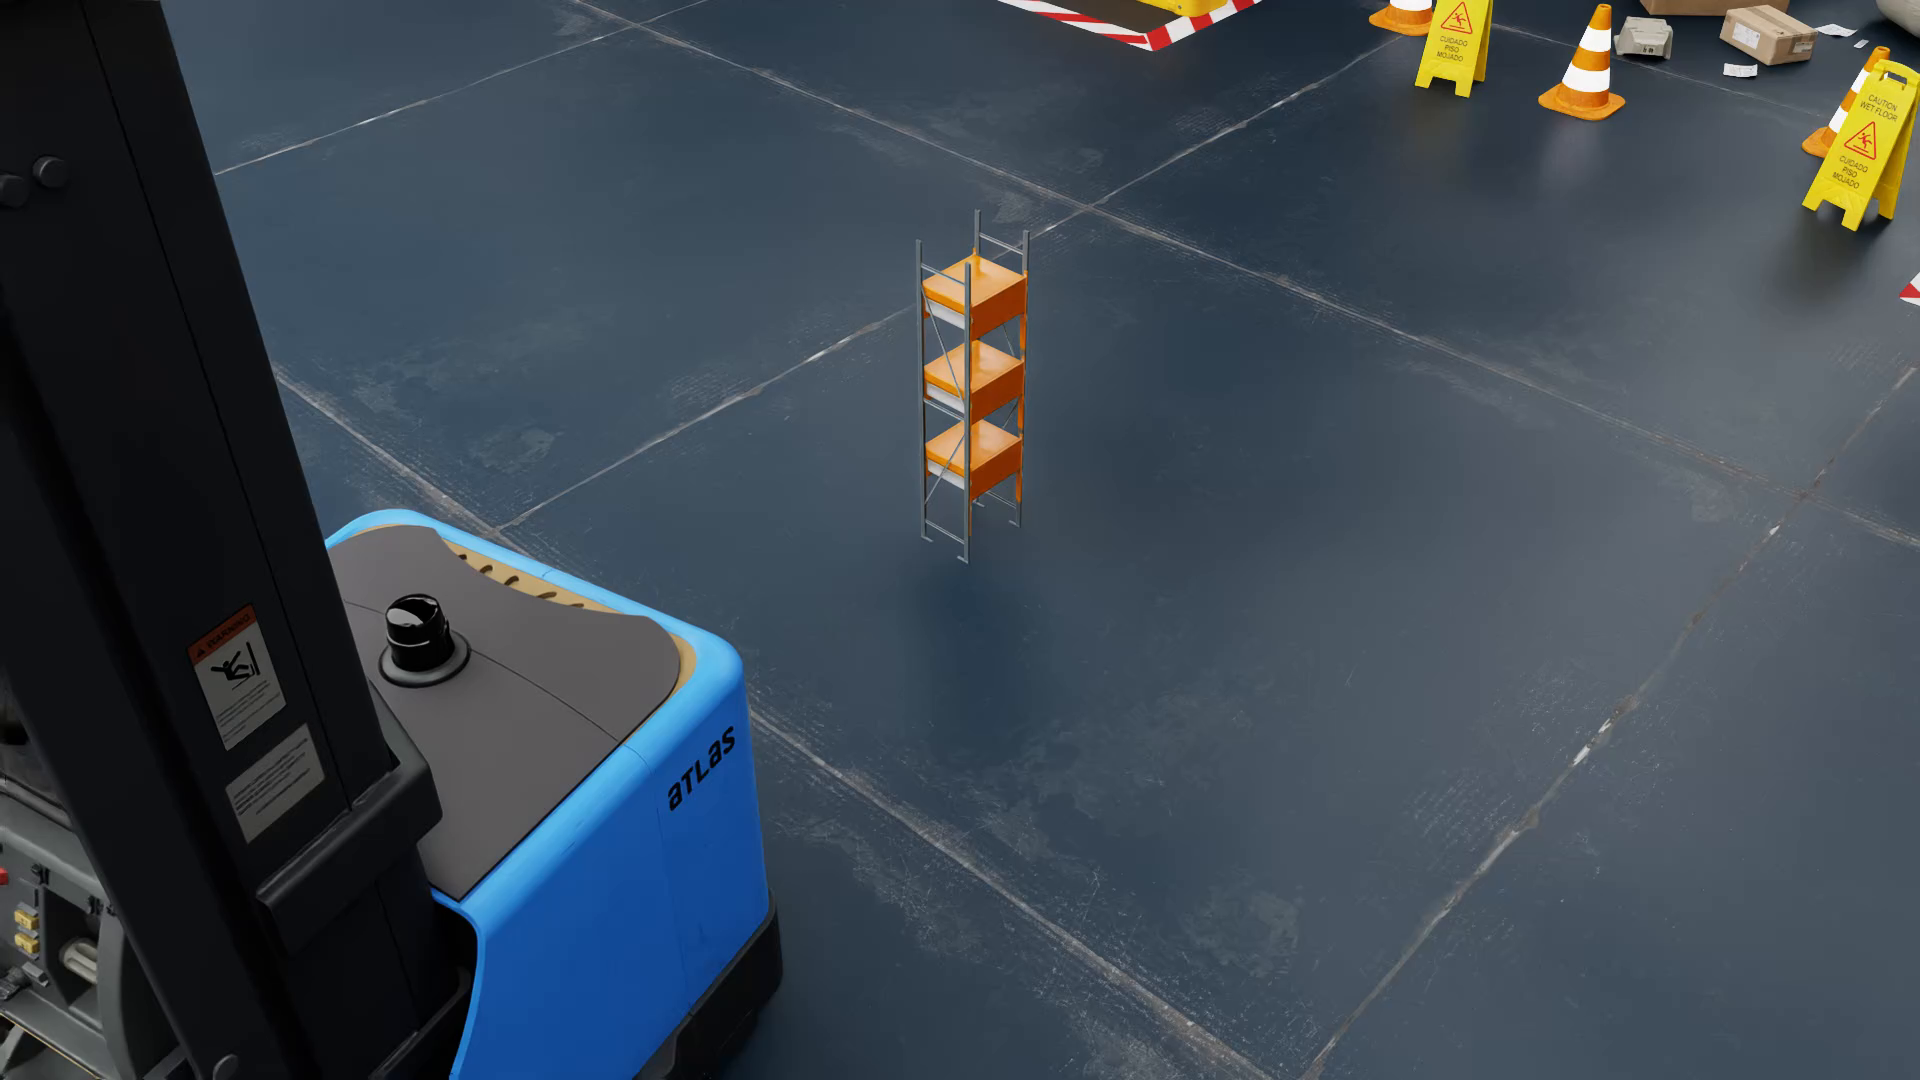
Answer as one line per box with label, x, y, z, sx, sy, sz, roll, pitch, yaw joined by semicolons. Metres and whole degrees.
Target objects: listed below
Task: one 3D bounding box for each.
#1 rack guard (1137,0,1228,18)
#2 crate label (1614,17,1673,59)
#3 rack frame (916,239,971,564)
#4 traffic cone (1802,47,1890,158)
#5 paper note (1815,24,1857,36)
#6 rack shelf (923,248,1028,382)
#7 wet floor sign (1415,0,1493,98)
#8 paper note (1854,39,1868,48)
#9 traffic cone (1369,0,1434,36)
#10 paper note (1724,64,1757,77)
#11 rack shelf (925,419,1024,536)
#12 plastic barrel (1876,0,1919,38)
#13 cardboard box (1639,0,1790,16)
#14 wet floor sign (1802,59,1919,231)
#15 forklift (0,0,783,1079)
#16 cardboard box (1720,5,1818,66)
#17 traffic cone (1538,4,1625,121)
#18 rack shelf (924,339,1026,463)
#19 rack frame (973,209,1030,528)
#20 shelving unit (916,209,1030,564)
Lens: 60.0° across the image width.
rack guard;0.904;-3.231;8.911;1.175;0.500;0.348;30;47;32
crate label;3.416;-2.504;8.289;0.250;0.136;0.298;8;39;10
rack frame;-0.046;-0.379;4.884;0.200;1.050;0.008;30;47;32
traffic cone;3.980;-1.934;7.311;0.336;0.463;0.334;30;47;32
paper note;4.494;-2.619;8.528;0.142;0.019;0.148;-18;42;-21
rack shelf;0.036;-0.649;4.784;0.215;0.259;0.240;30;47;32
wet floor sign;2.362;-2.454;7.817;0.267;0.644;0.232;22;43;25
paper note;4.549;-2.504;8.391;0.032;0.001;0.123;30;47;32
traffic cone;2.326;-2.875;8.494;0.336;0.463;0.334;30;47;32
paper note;3.810;-2.296;8.113;0.148;0.019;0.142;14;41;17
rack shelf;0.036;-0.210;5.134;0.215;0.259;0.240;30;47;32
plastic barrel;4.918;-2.764;8.386;0.421;0.421;0.512;-5;39;-6
cardboard box;3.958;-3.081;8.720;0.797;0.503;0.637;2;39;2
wet floor sign;3.724;-1.628;6.779;0.232;0.644;0.267;-18;42;-21
forklift;-1.582;0.546;2.208;1.130;2.935;3.031;20;43;23
cardboard box;4.035;-2.522;8.302;0.250;0.149;0.380;-11;40;-14
traffic cone;2.931;-2.244;7.700;0.336;0.463;0.334;30;47;32
rack shelf;0.036;-0.427;4.961;0.215;0.259;0.240;30;47;32
rack frame;0.118;-0.492;5.025;0.200;1.050;0.008;30;47;32
shelving unit;0.036;-0.435;4.954;0.215;1.050;0.252;30;47;32
